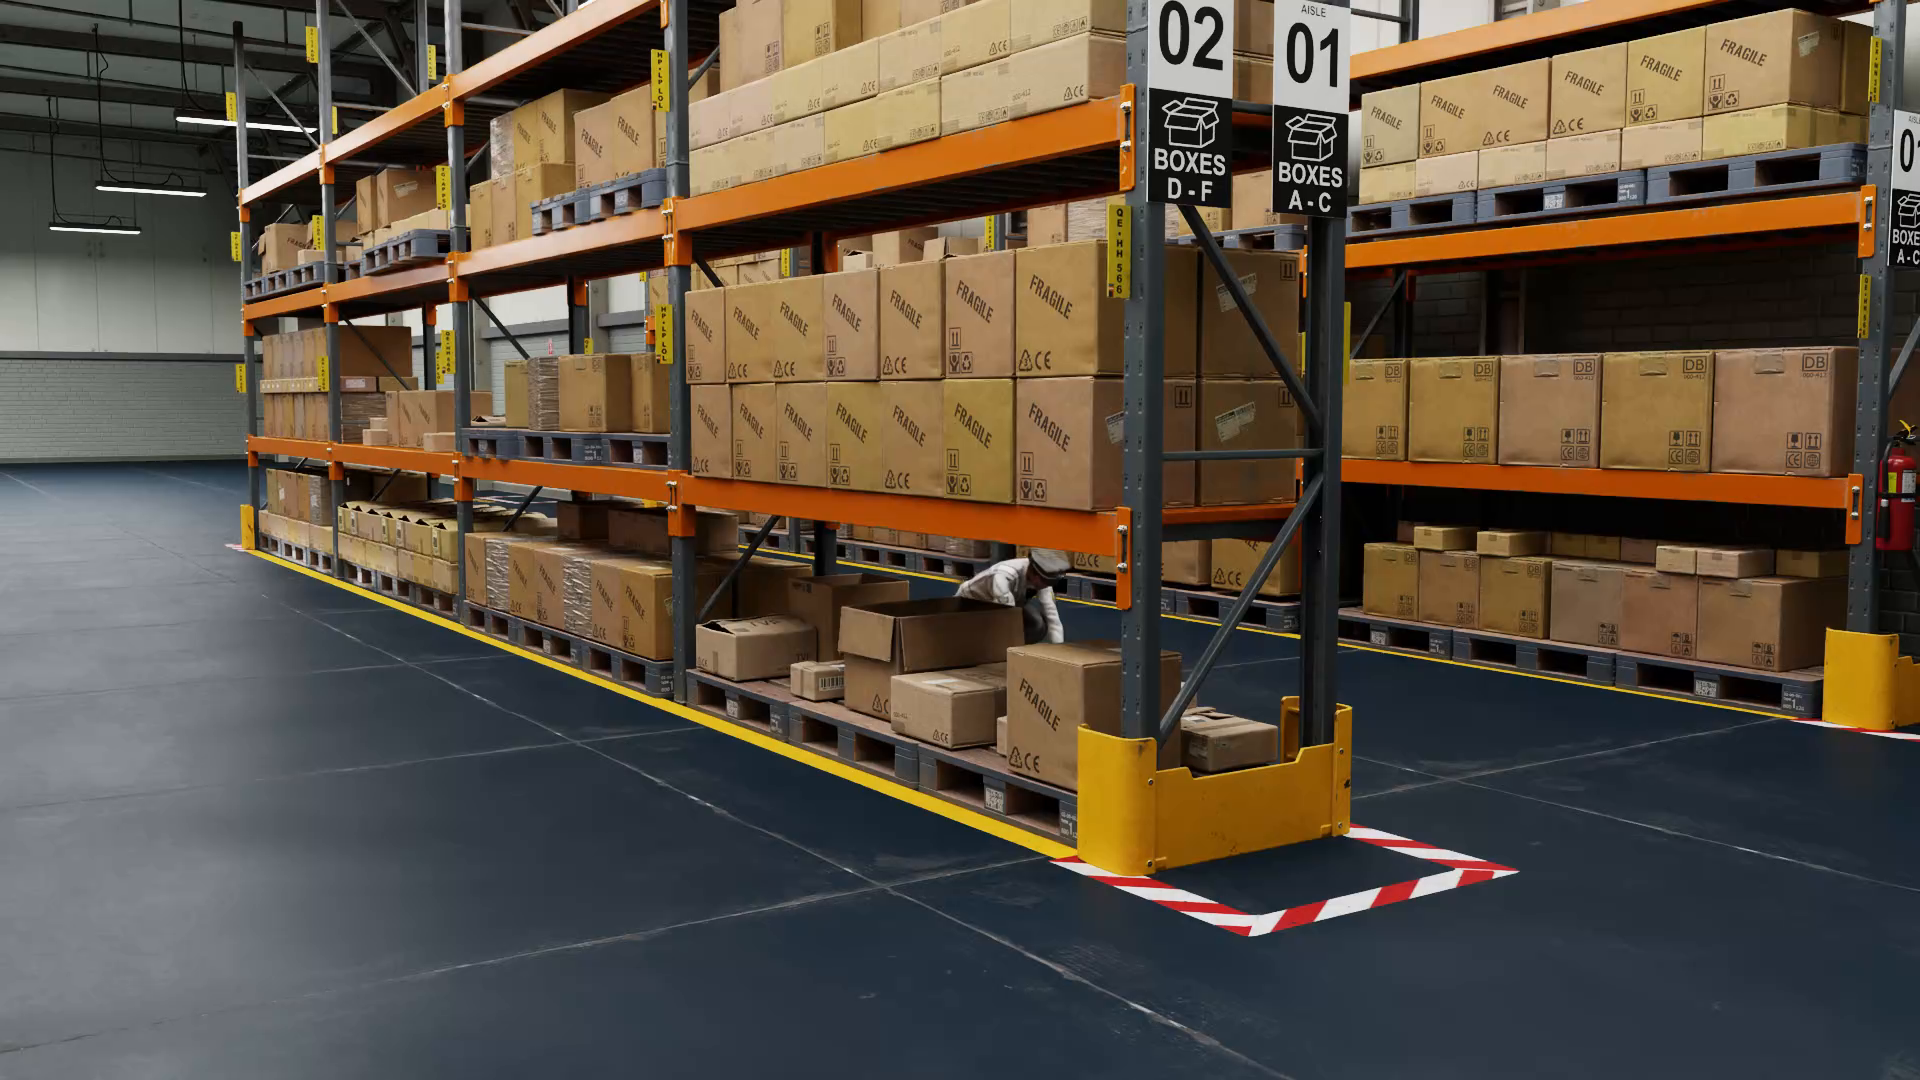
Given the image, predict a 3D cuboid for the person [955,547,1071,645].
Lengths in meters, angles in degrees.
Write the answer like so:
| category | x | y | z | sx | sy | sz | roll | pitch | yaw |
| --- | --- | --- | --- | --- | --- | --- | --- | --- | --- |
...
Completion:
| category | x | y | z | sx | sy | sz | roll | pitch | yaw |
| --- | --- | --- | --- | --- | --- | --- | --- | --- | --- |
| person | 0.317 | 0.435 | 10.174 | 0.485 | 0.875 | 0.856 | -3 | 6 | -34 |
